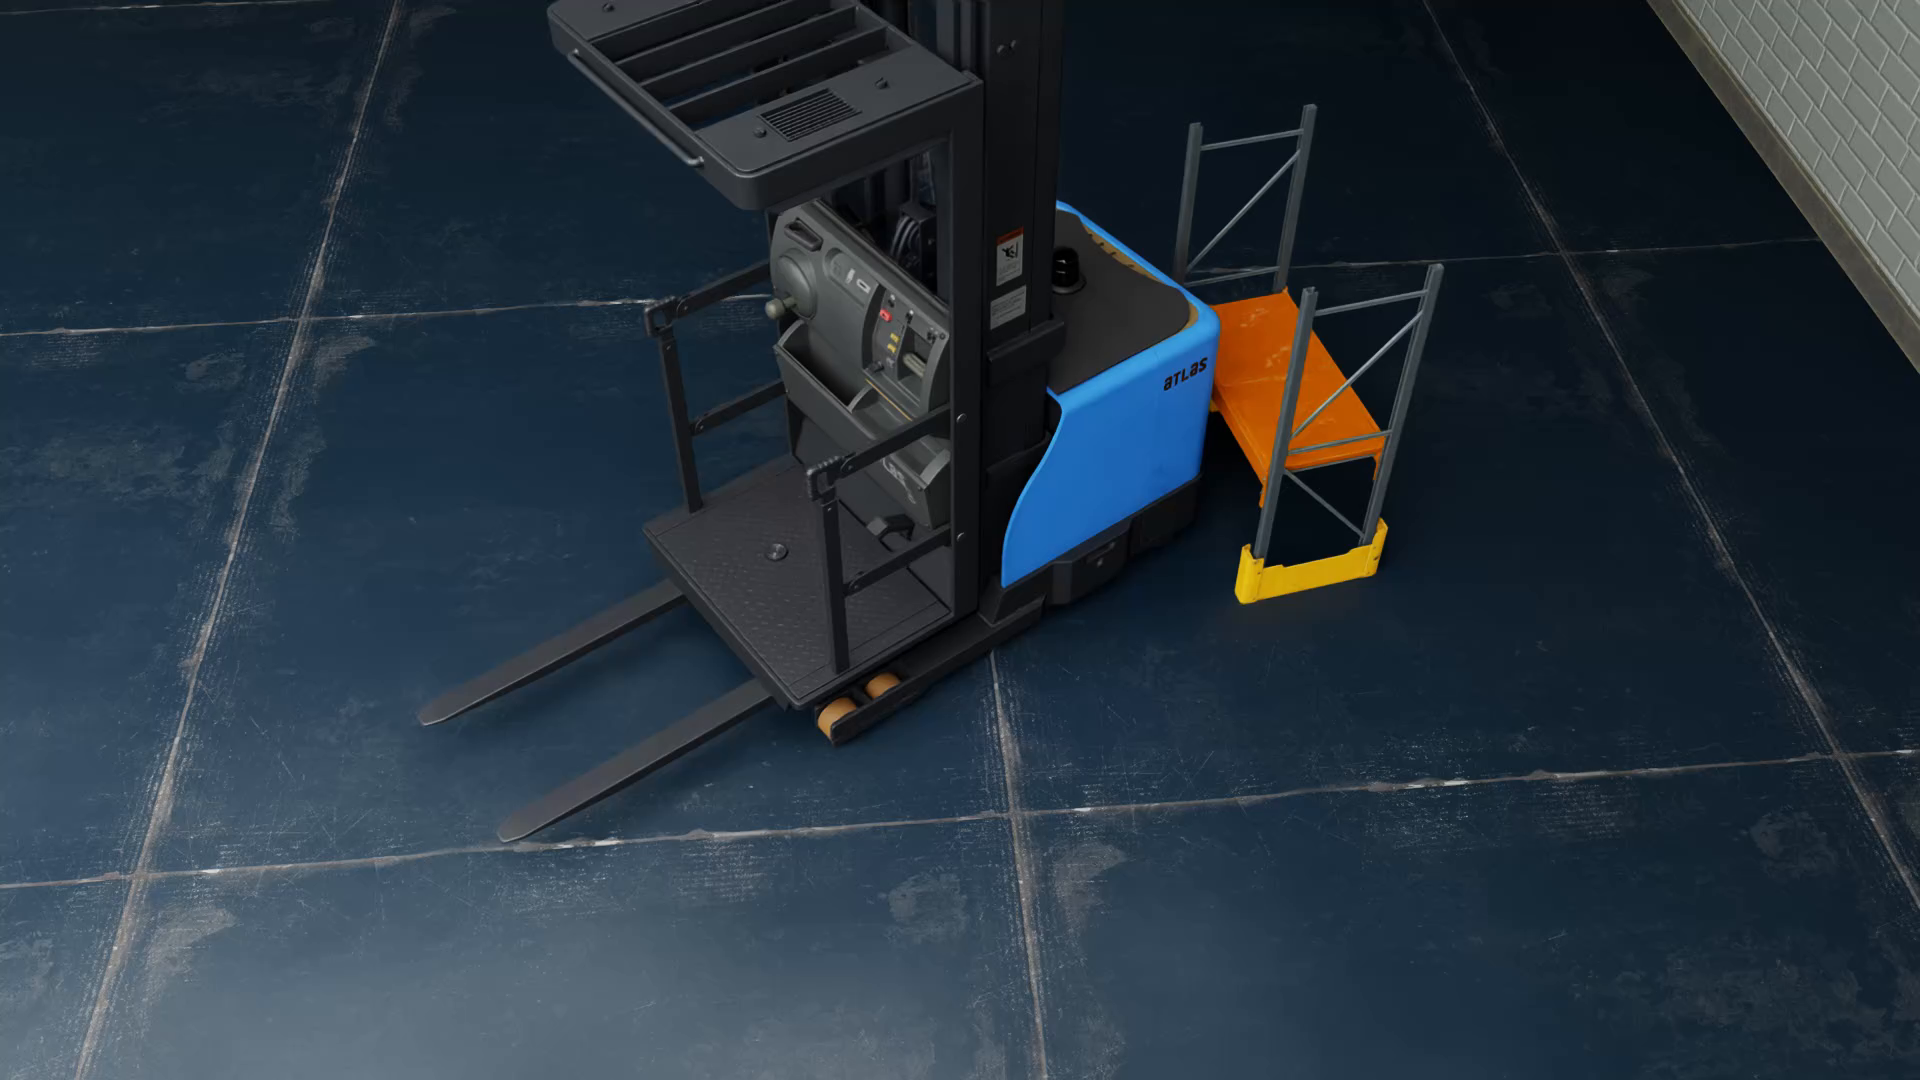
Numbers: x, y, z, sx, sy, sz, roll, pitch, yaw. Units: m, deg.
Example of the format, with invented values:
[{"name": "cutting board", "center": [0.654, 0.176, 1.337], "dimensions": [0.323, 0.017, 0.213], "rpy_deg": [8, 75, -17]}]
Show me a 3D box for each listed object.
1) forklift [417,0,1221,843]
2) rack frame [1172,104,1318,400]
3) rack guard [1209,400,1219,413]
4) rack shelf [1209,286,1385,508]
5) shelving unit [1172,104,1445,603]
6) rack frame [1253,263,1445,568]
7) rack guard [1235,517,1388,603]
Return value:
[{"name": "forklift", "center": [-0.508, -0.712, 5.405], "dimensions": [3.031, 2.935, 1.130], "rpy_deg": [-29, 53, -25]}, {"name": "rack frame", "center": [1.093, -1.060, 6.721], "dimensions": [0.500, 1.500, 0.032], "rpy_deg": [-12, 48, -11]}, {"name": "rack guard", "center": [1.098, -0.617, 7.162], "dimensions": [0.587, 0.250, 0.087], "rpy_deg": [-12, 48, -11]}, {"name": "rack shelf", "center": [1.232, -0.581, 6.515], "dimensions": [0.538, 0.185, 1.000], "rpy_deg": [-12, 48, -11]}, {"name": "shelving unit", "center": [1.235, -0.699, 6.379], "dimensions": [0.587, 1.500, 1.083], "rpy_deg": [-12, 48, -11]}, {"name": "rack frame", "center": [1.372, -0.350, 6.049], "dimensions": [0.500, 1.500, 0.032], "rpy_deg": [-12, 48, -11]}, {"name": "rack guard", "center": [1.372, 0.079, 6.503], "dimensions": [0.587, 0.250, 0.087], "rpy_deg": [-12, 48, -11]}]
